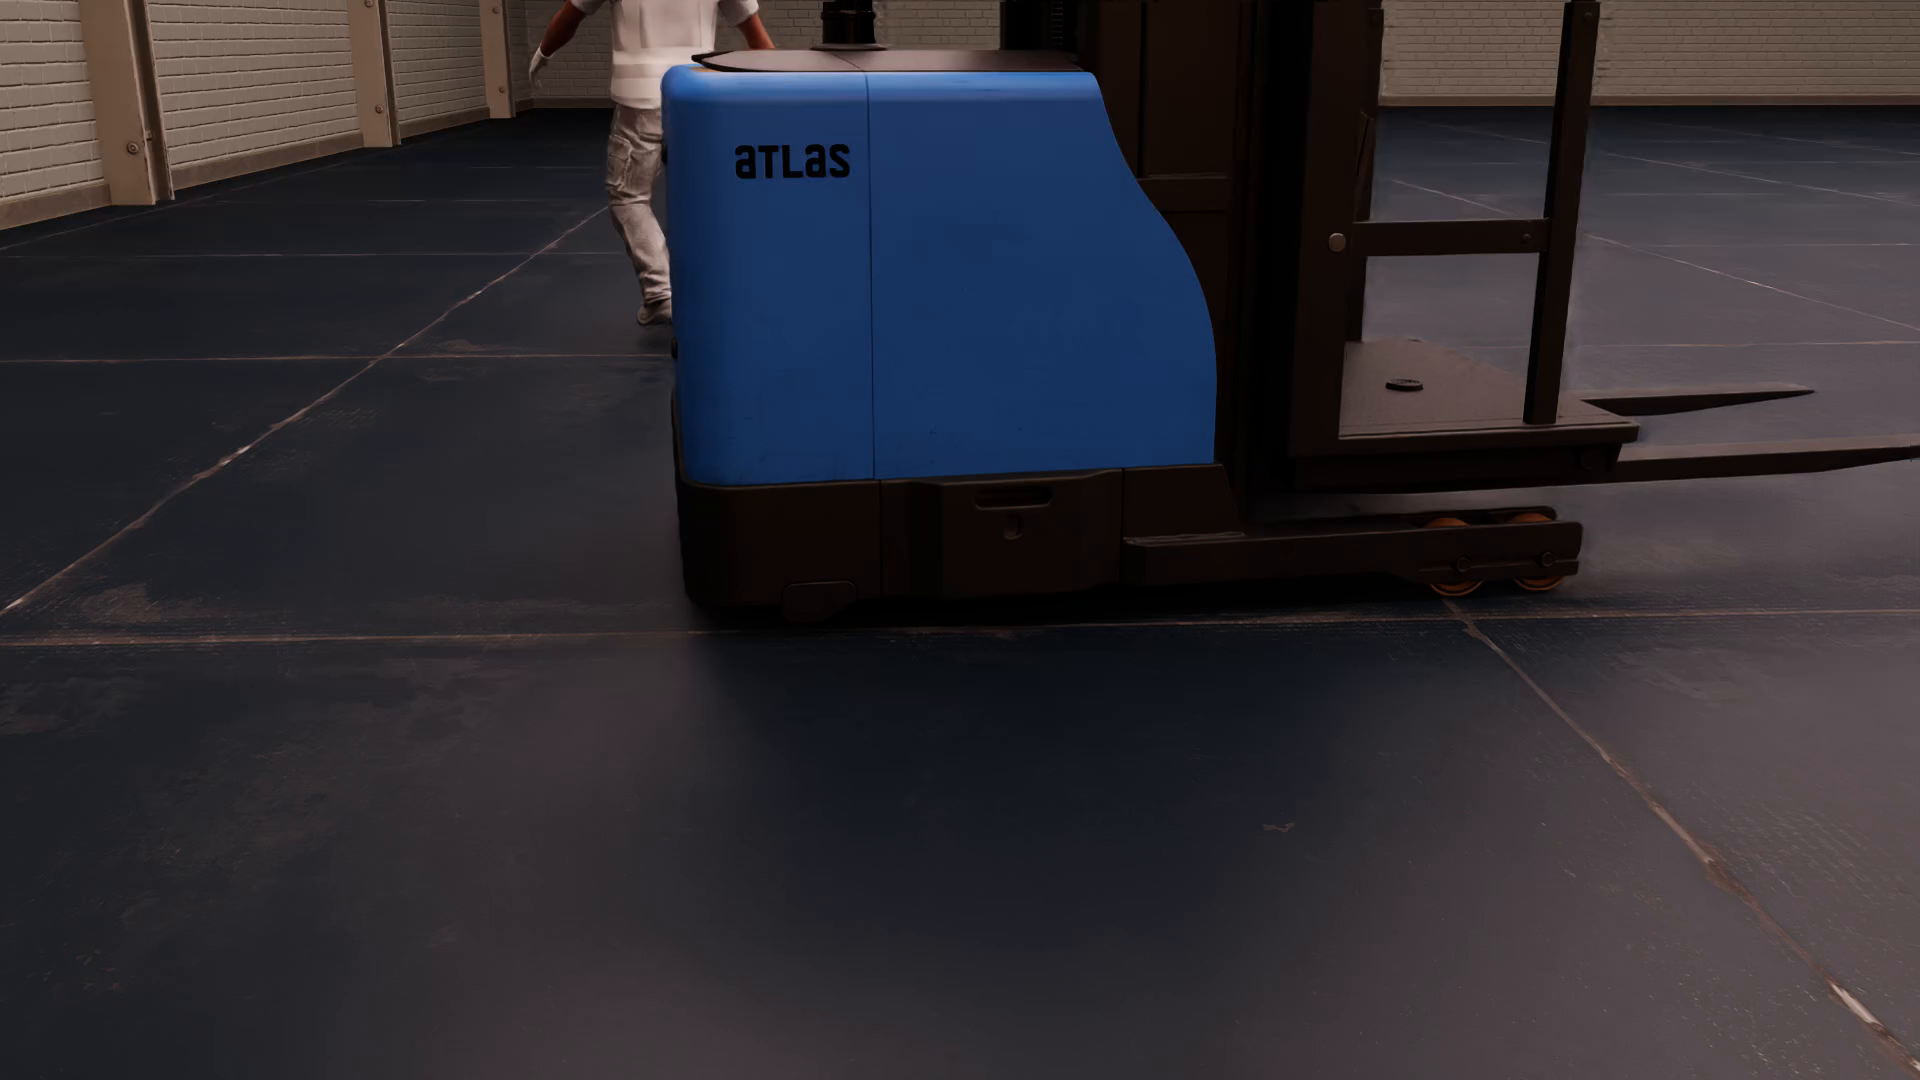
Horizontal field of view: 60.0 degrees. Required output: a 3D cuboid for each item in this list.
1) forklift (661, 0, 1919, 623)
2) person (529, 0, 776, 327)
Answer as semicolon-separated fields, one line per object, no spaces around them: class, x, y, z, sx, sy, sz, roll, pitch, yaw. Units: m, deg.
forklift;0.863;-1.430;3.582;3.031;2.935;1.130;-3;17;-10
person;-1.121;-1.681;6.407;0.944;1.761;0.728;-8;19;-25
